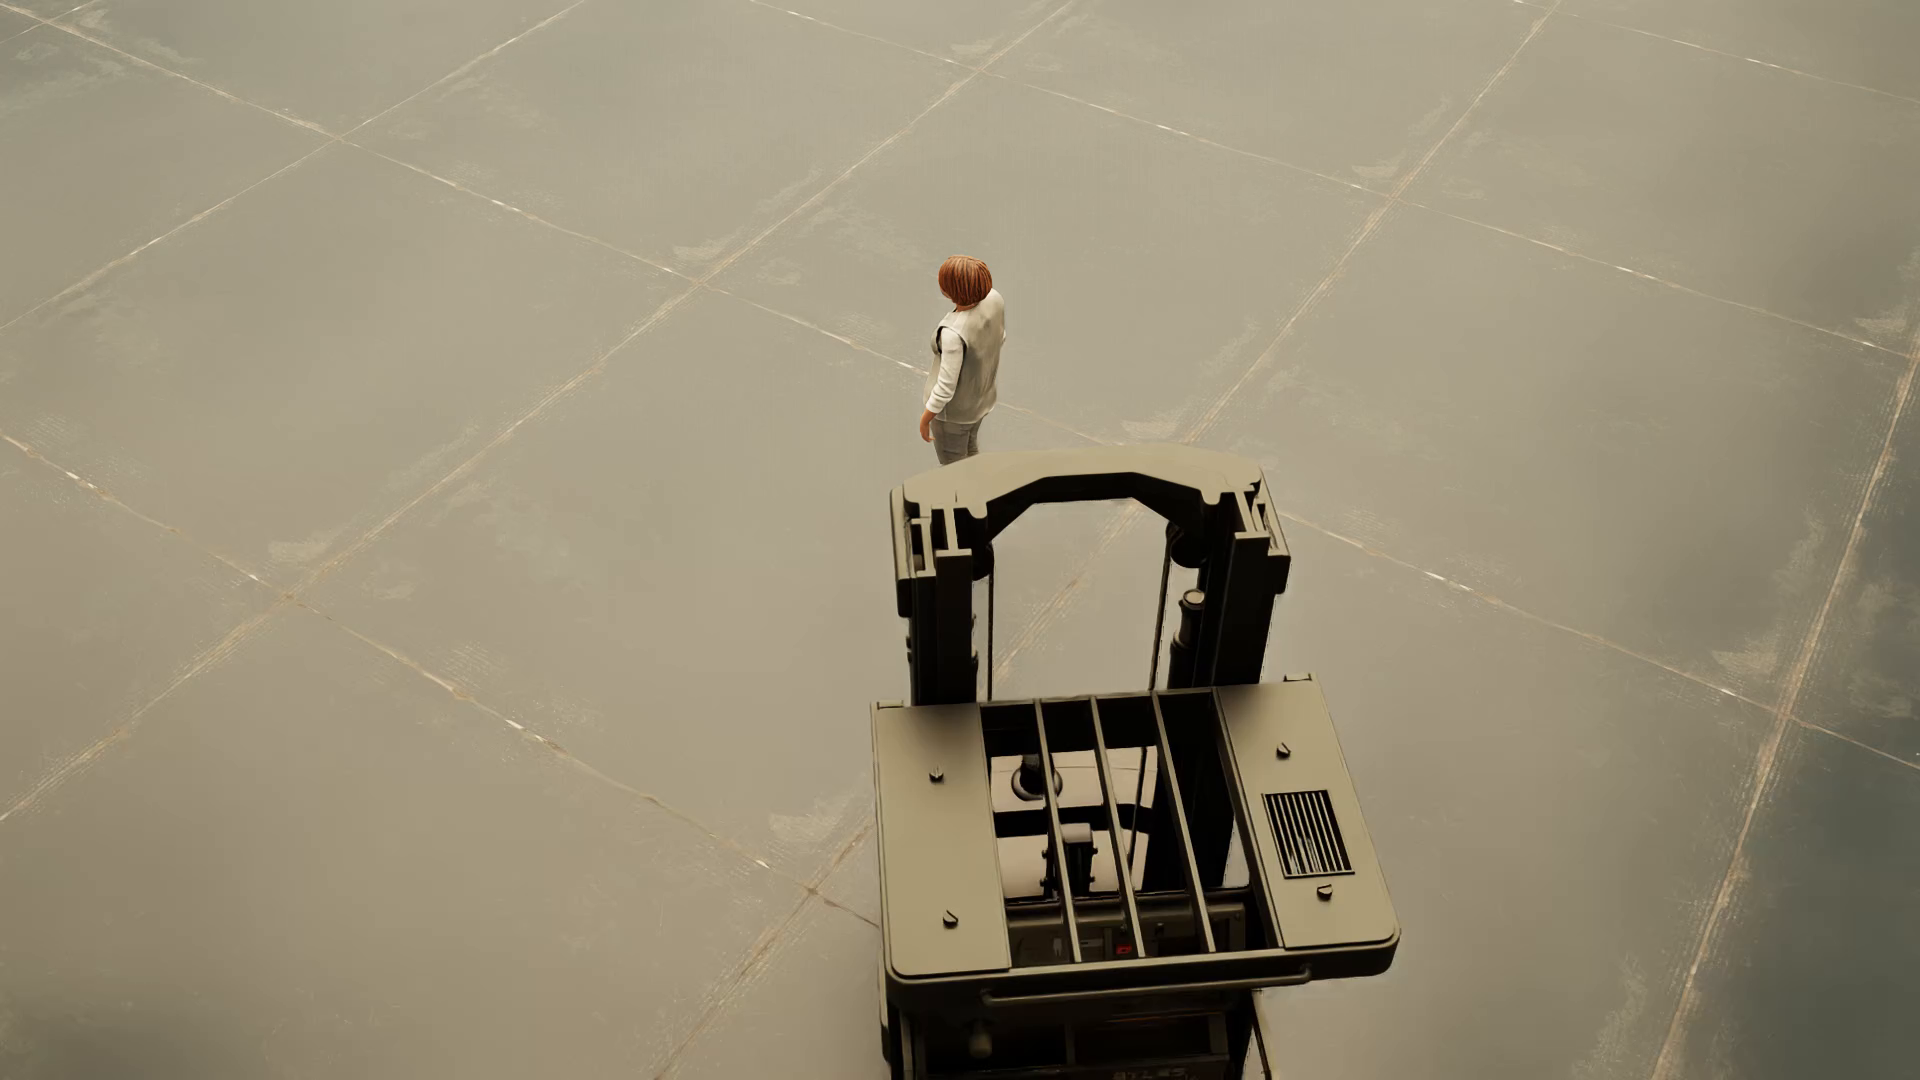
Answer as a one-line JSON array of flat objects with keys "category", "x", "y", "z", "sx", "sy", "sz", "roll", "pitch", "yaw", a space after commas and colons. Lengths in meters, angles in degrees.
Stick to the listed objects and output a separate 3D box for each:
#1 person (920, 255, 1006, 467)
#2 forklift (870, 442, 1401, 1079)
[{"category": "person", "x": -0.054, "y": -0.649, "z": 7.434, "sx": 0.475, "sy": 1.596, "sz": 0.520, "roll": 24, "pitch": 48, "yaw": 23}, {"category": "forklift", "x": 0.351, "y": 1.307, "z": 4.470, "sx": 1.130, "sy": 2.935, "sz": 3.031, "roll": -3, "pitch": 44, "yaw": -4}]
